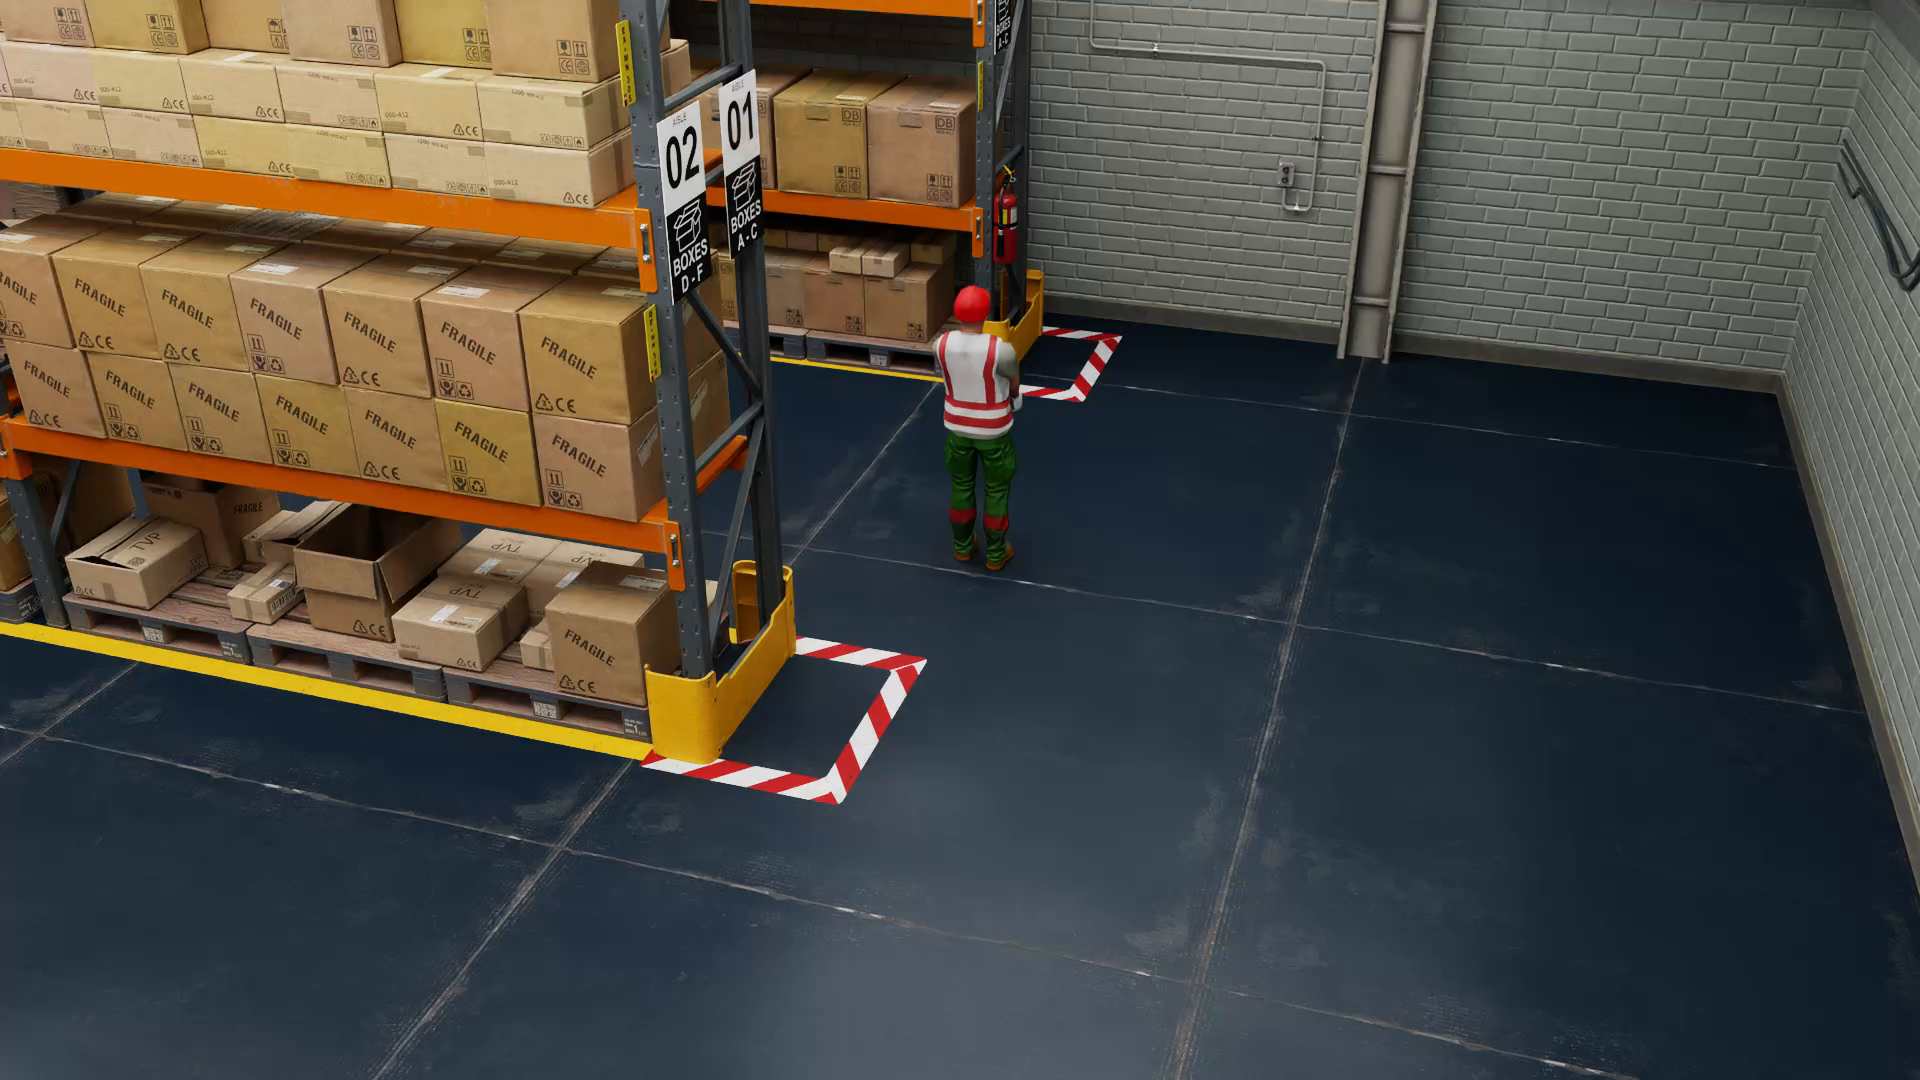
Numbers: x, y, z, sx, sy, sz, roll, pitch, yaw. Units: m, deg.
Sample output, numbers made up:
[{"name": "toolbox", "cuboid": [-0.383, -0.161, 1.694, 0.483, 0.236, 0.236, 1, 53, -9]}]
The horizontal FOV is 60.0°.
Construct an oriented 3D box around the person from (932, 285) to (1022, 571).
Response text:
[{"name": "person", "cuboid": [0.125, -0.701, 9.760, 0.493, 1.782, 0.571, 9, 30, 16]}]
